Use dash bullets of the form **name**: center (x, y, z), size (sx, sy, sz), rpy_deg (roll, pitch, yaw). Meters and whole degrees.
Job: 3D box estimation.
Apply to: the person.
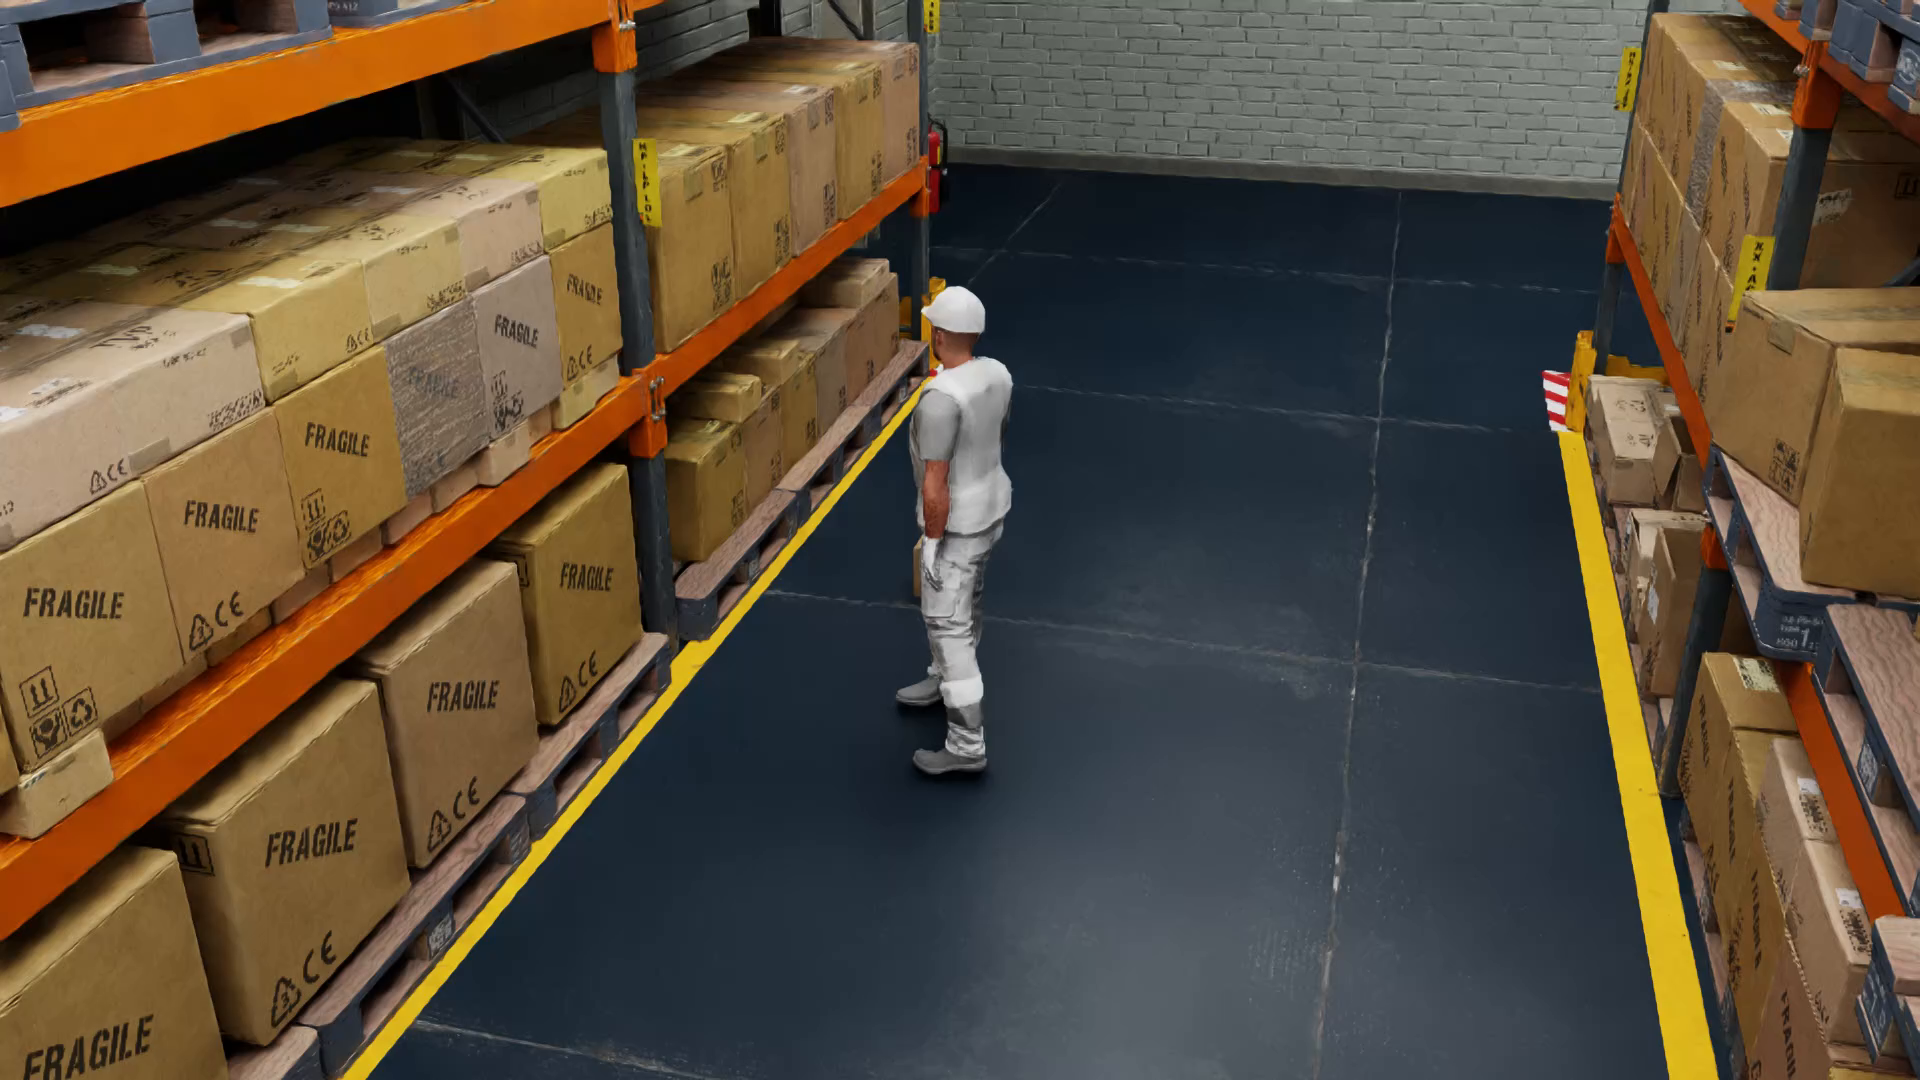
- **person**: center (-0.041, -0.049, 6.187), size (0.569, 1.780, 0.650), rpy_deg (13, 28, 25)
